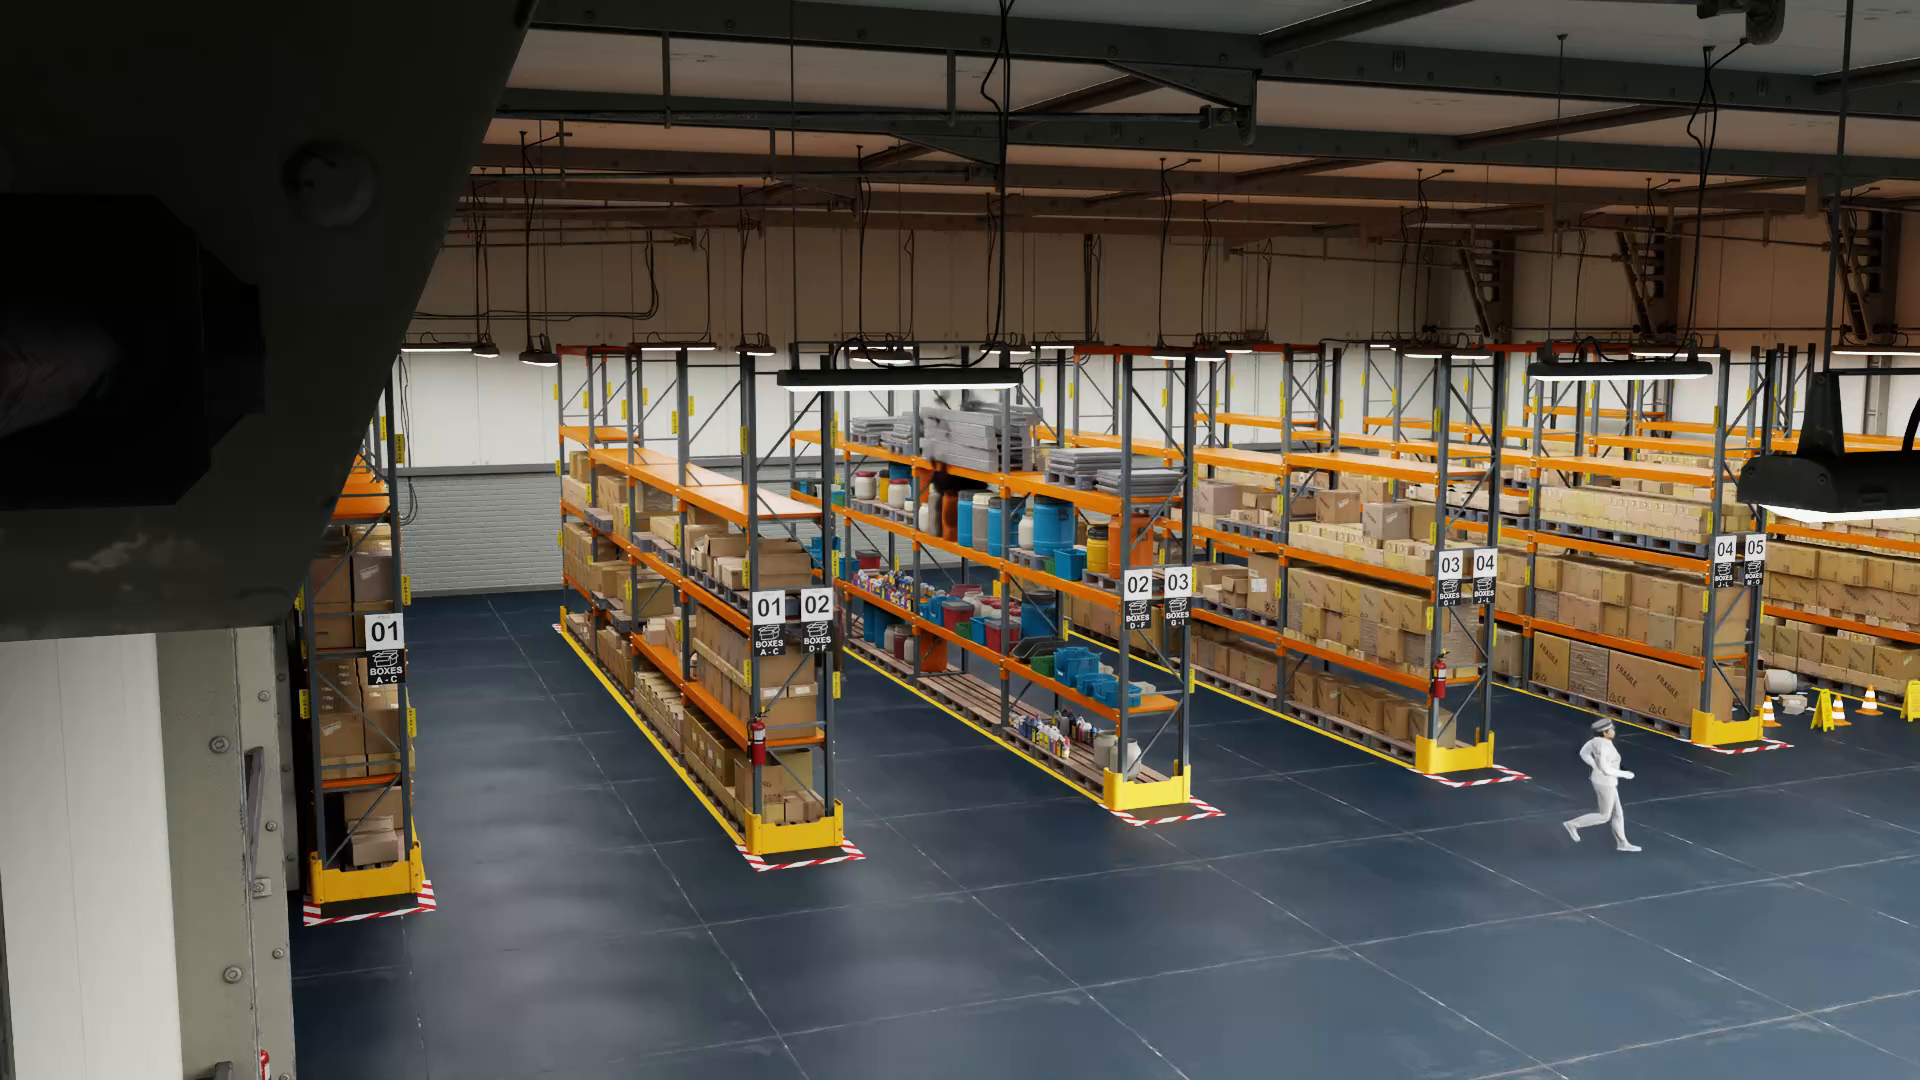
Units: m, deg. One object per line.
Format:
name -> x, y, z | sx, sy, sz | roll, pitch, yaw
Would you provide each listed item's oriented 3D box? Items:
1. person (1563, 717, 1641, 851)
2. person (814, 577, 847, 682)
person -> 7.796, 2.952, 20.128 | 0.938, 1.661, 0.630 | 1, 7, 8
person -> -2.245, 1.498, 28.641 | 0.690, 1.825, 0.956 | -5, 9, -33
